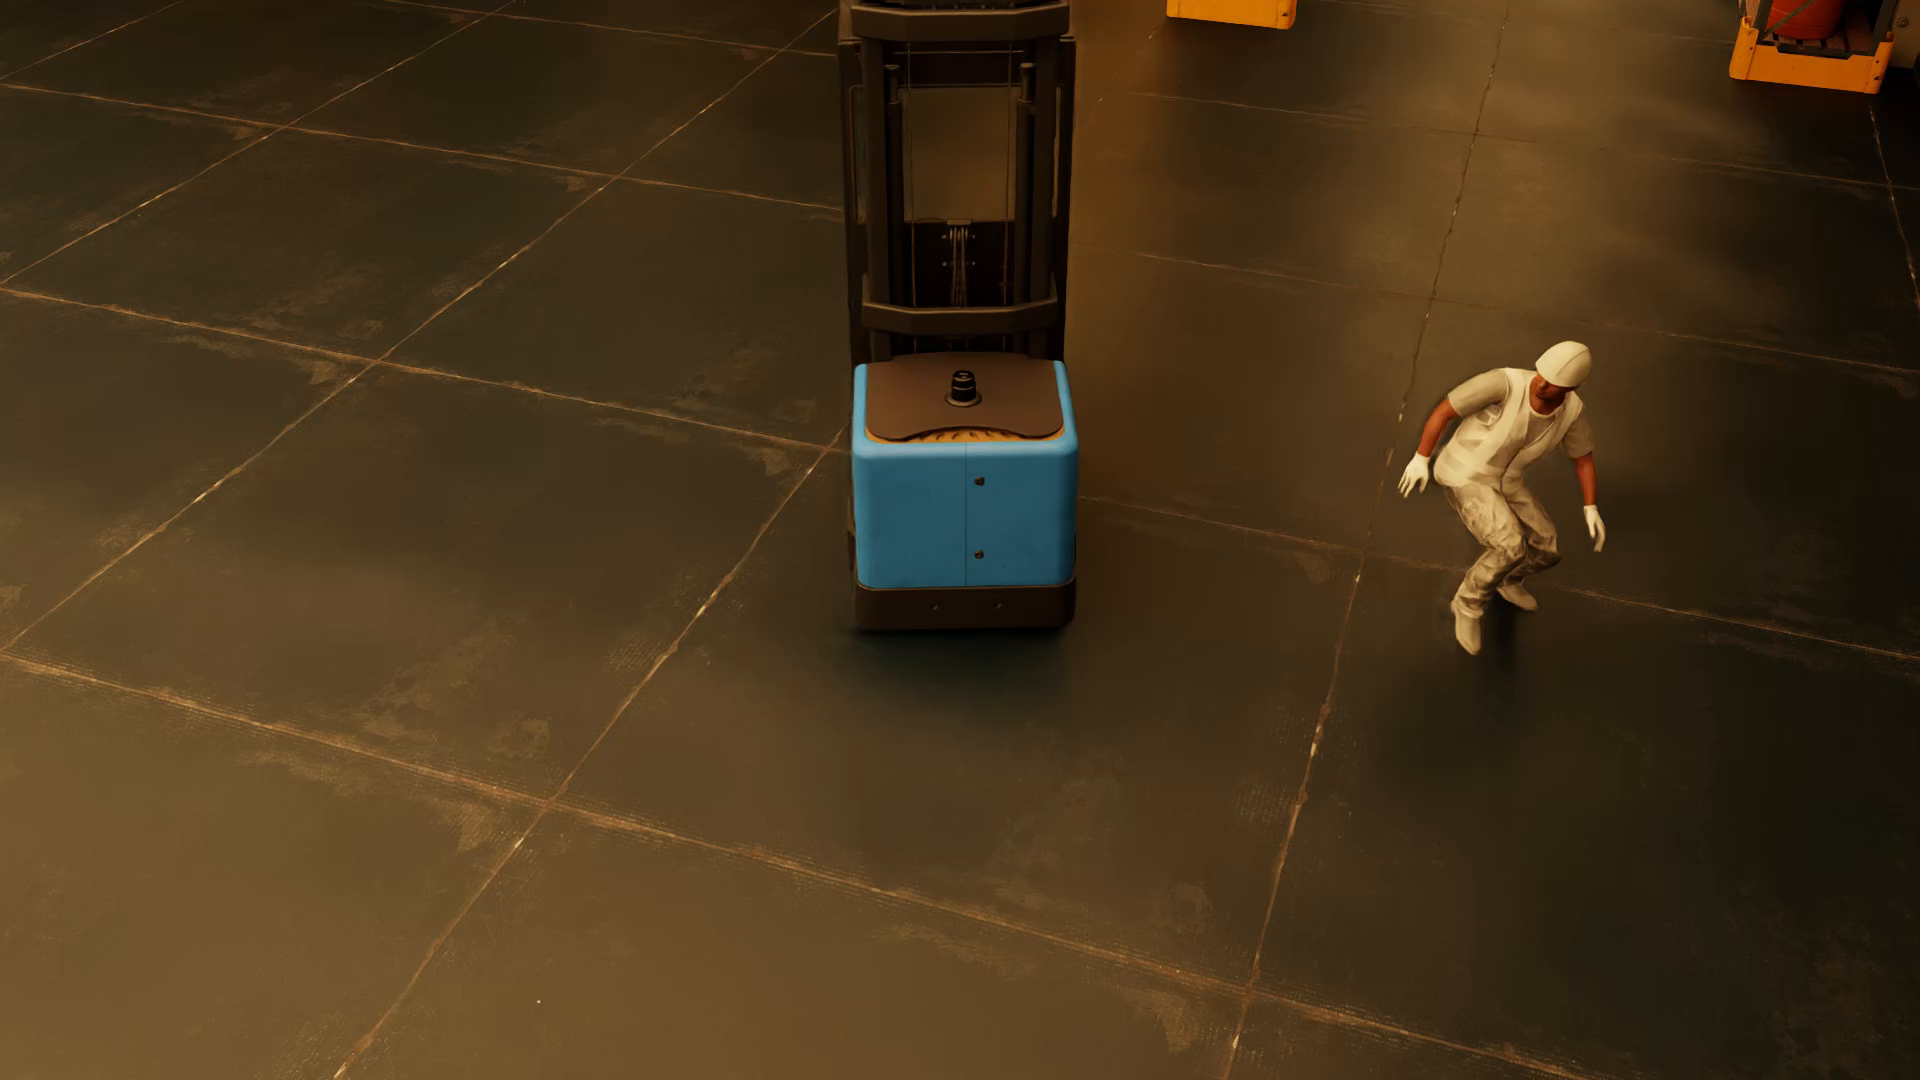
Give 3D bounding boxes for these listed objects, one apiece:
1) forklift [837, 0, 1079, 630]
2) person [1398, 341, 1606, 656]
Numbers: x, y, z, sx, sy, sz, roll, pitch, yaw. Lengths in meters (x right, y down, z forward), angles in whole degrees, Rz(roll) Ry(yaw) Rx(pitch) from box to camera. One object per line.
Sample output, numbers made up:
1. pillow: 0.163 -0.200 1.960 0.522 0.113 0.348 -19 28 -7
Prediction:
1. forklift: -0.025 -1.591 8.355 1.130 2.935 3.031 -1 35 -2
2. person: 2.537 -0.218 7.662 0.822 1.540 0.719 -14 38 -19
